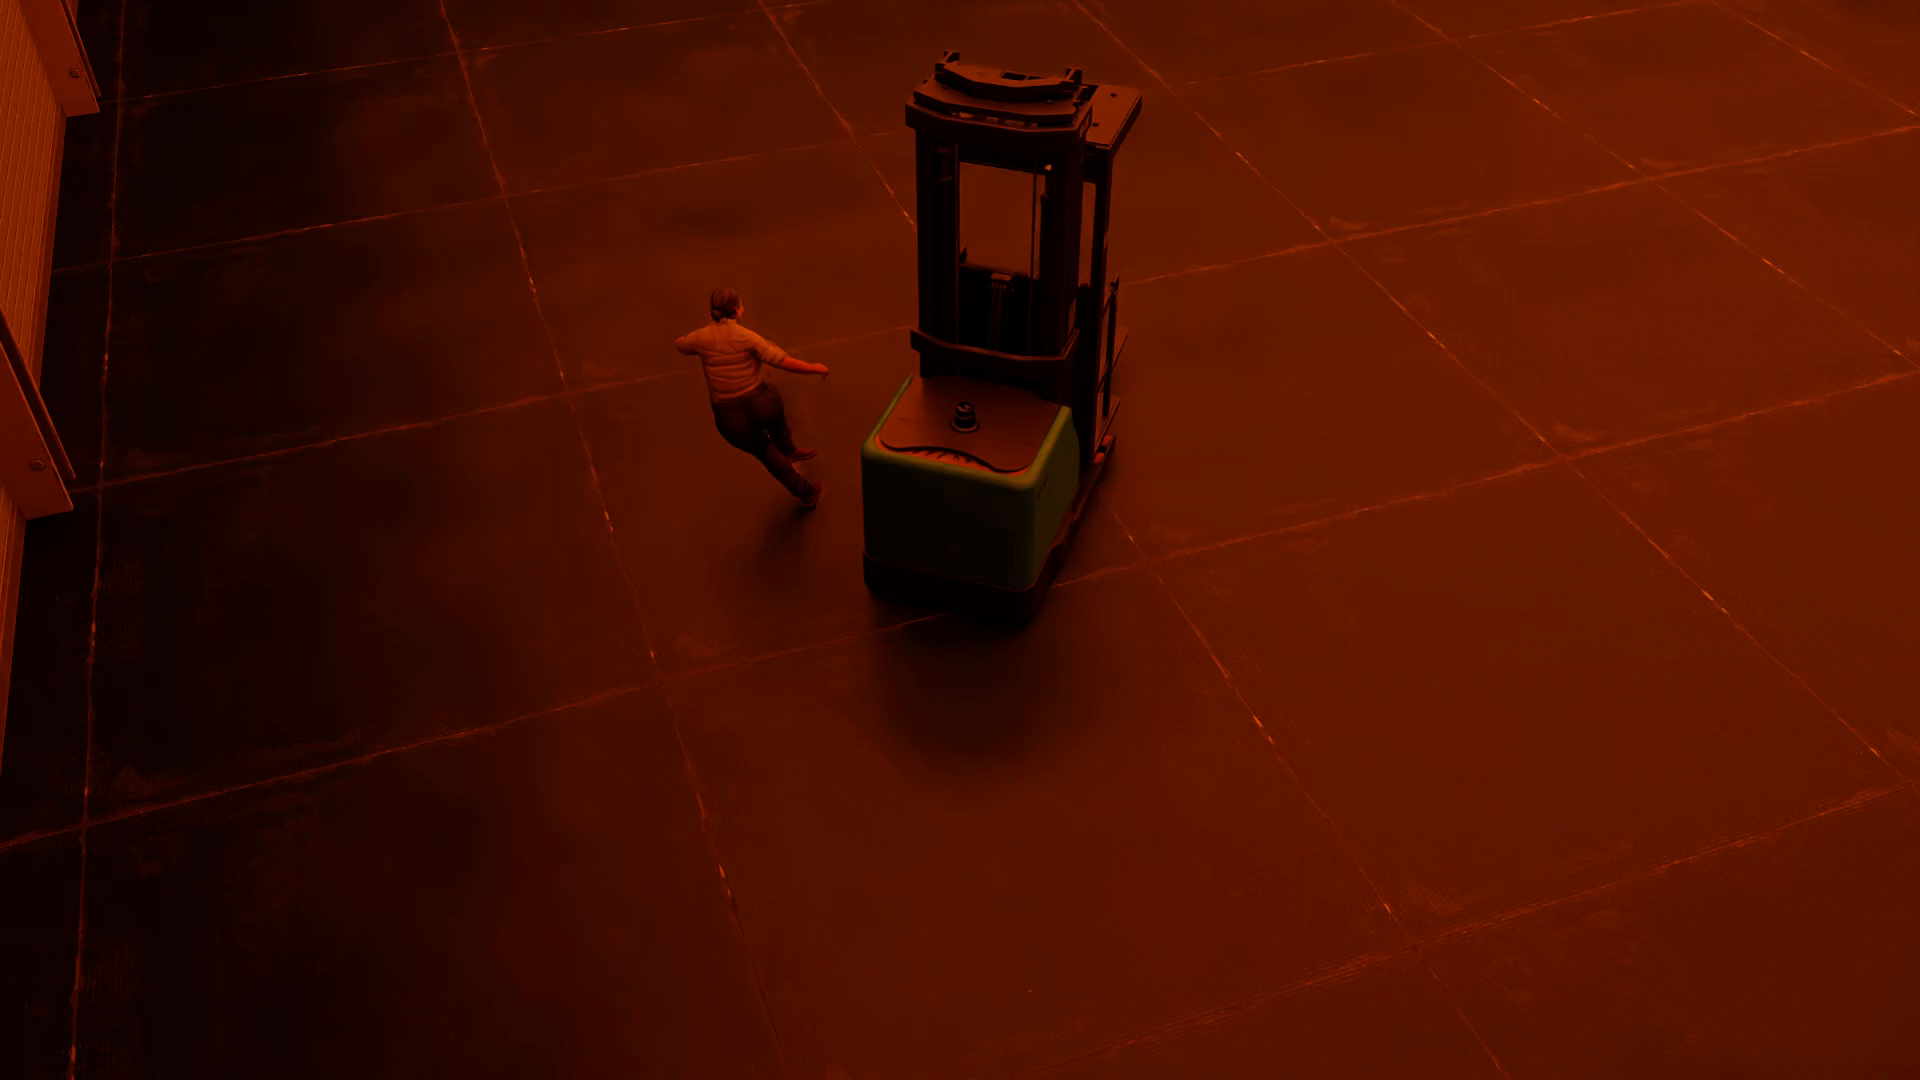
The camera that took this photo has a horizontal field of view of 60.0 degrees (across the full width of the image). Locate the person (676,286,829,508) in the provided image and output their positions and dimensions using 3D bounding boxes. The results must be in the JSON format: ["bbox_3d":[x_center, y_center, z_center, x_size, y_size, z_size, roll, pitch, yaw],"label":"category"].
[{"bbox_3d":[-1.259,-0.916,10.286,0.913,1.426,0.853,-6,40,-7],"label":"person"}]

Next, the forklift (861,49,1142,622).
[{"bbox_3d":[0.385,-1.604,9.906,1.130,2.935,3.031,12,42,14],"label":"forklift"}]
